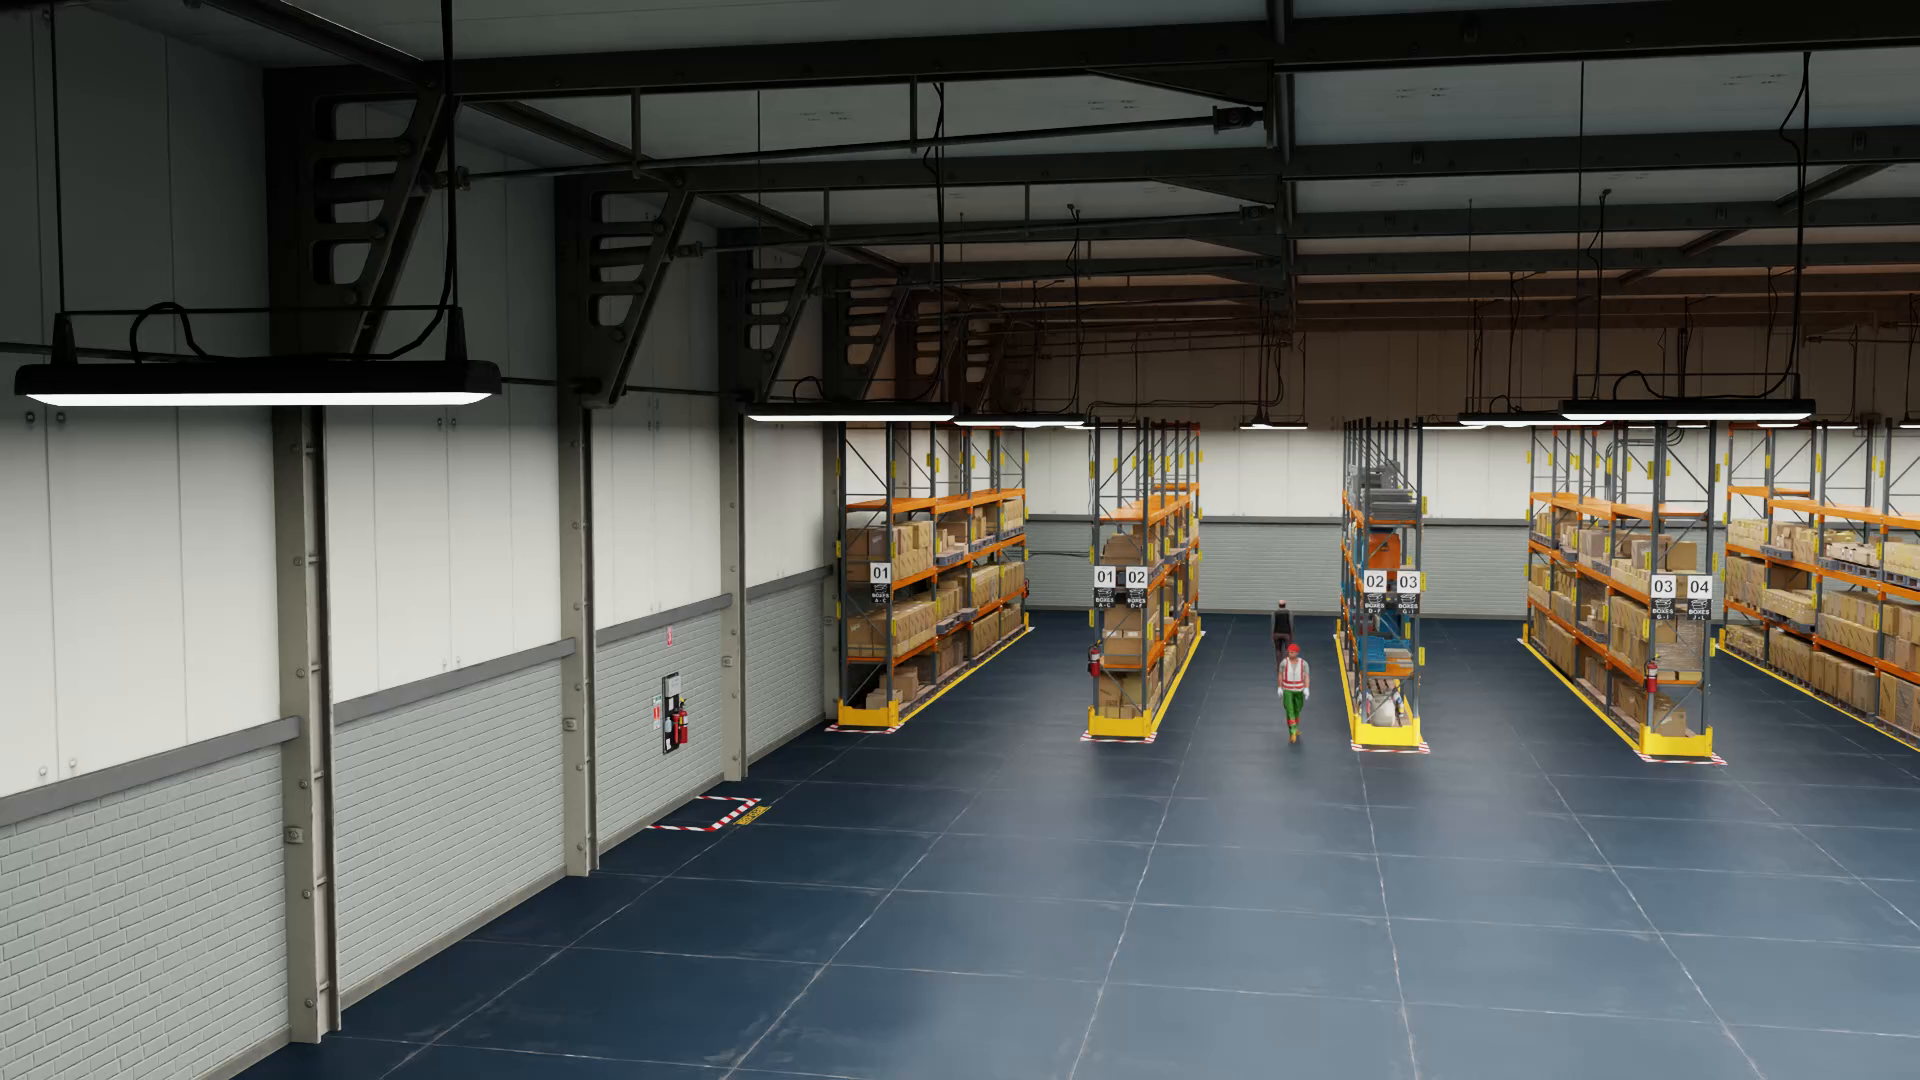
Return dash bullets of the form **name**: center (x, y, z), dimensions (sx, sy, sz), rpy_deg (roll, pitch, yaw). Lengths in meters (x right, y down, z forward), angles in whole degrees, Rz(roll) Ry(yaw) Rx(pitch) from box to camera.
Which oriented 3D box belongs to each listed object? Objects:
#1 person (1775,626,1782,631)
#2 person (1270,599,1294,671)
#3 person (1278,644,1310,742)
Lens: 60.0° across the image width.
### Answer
- **person**: center (22.378, 1.902, 45.124), dimensions (0.823, 1.771, 0.546), rpy_deg (0, 4, 7)
- **person**: center (7.721, 2.285, 39.847), dimensions (0.565, 1.720, 0.537), rpy_deg (1, 4, 13)
- **person**: center (6.224, 2.814, 30.966), dimensions (0.561, 1.761, 0.886), rpy_deg (0, 4, 5)
